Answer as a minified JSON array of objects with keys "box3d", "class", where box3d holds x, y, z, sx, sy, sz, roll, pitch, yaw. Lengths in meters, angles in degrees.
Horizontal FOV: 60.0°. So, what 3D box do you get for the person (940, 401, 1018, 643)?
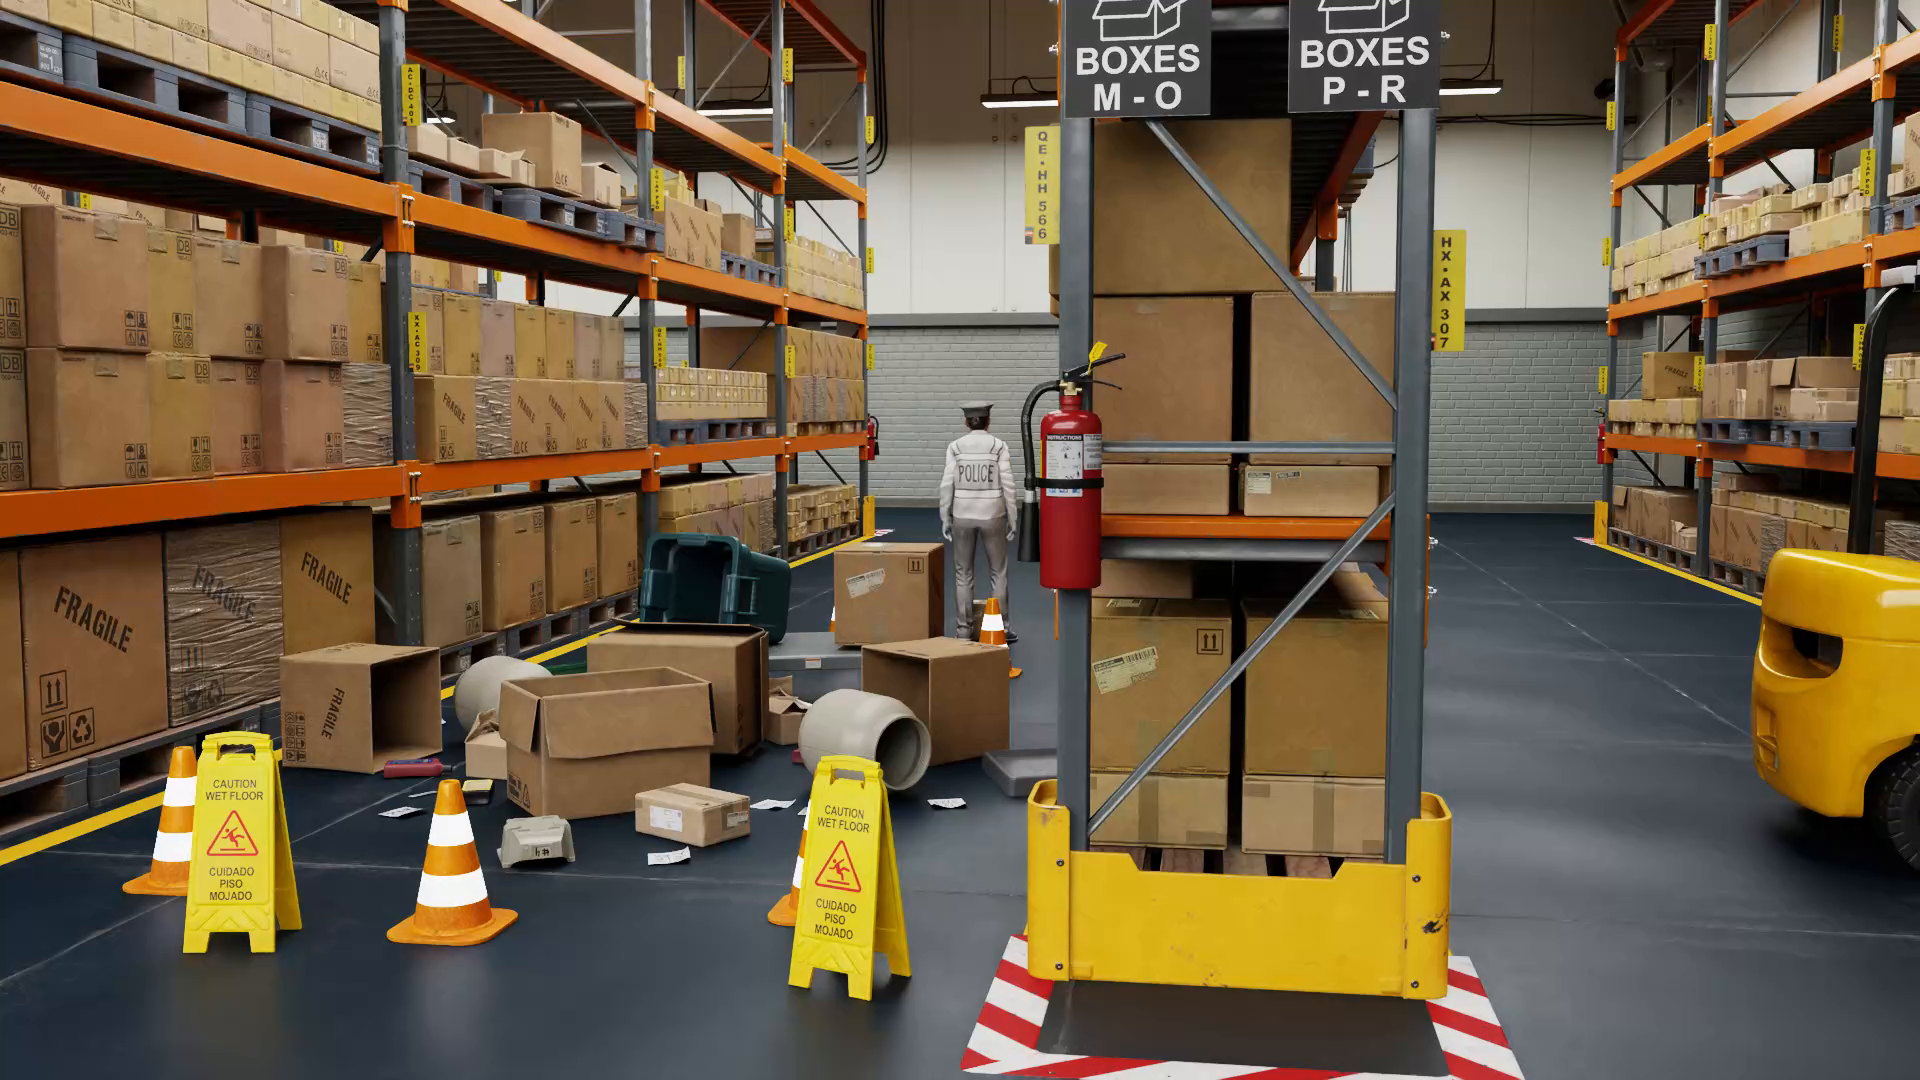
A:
[{"box3d":[0.130,-0.124,11.429,0.536,1.662,0.378,1,5,8],"class":"person"}]
